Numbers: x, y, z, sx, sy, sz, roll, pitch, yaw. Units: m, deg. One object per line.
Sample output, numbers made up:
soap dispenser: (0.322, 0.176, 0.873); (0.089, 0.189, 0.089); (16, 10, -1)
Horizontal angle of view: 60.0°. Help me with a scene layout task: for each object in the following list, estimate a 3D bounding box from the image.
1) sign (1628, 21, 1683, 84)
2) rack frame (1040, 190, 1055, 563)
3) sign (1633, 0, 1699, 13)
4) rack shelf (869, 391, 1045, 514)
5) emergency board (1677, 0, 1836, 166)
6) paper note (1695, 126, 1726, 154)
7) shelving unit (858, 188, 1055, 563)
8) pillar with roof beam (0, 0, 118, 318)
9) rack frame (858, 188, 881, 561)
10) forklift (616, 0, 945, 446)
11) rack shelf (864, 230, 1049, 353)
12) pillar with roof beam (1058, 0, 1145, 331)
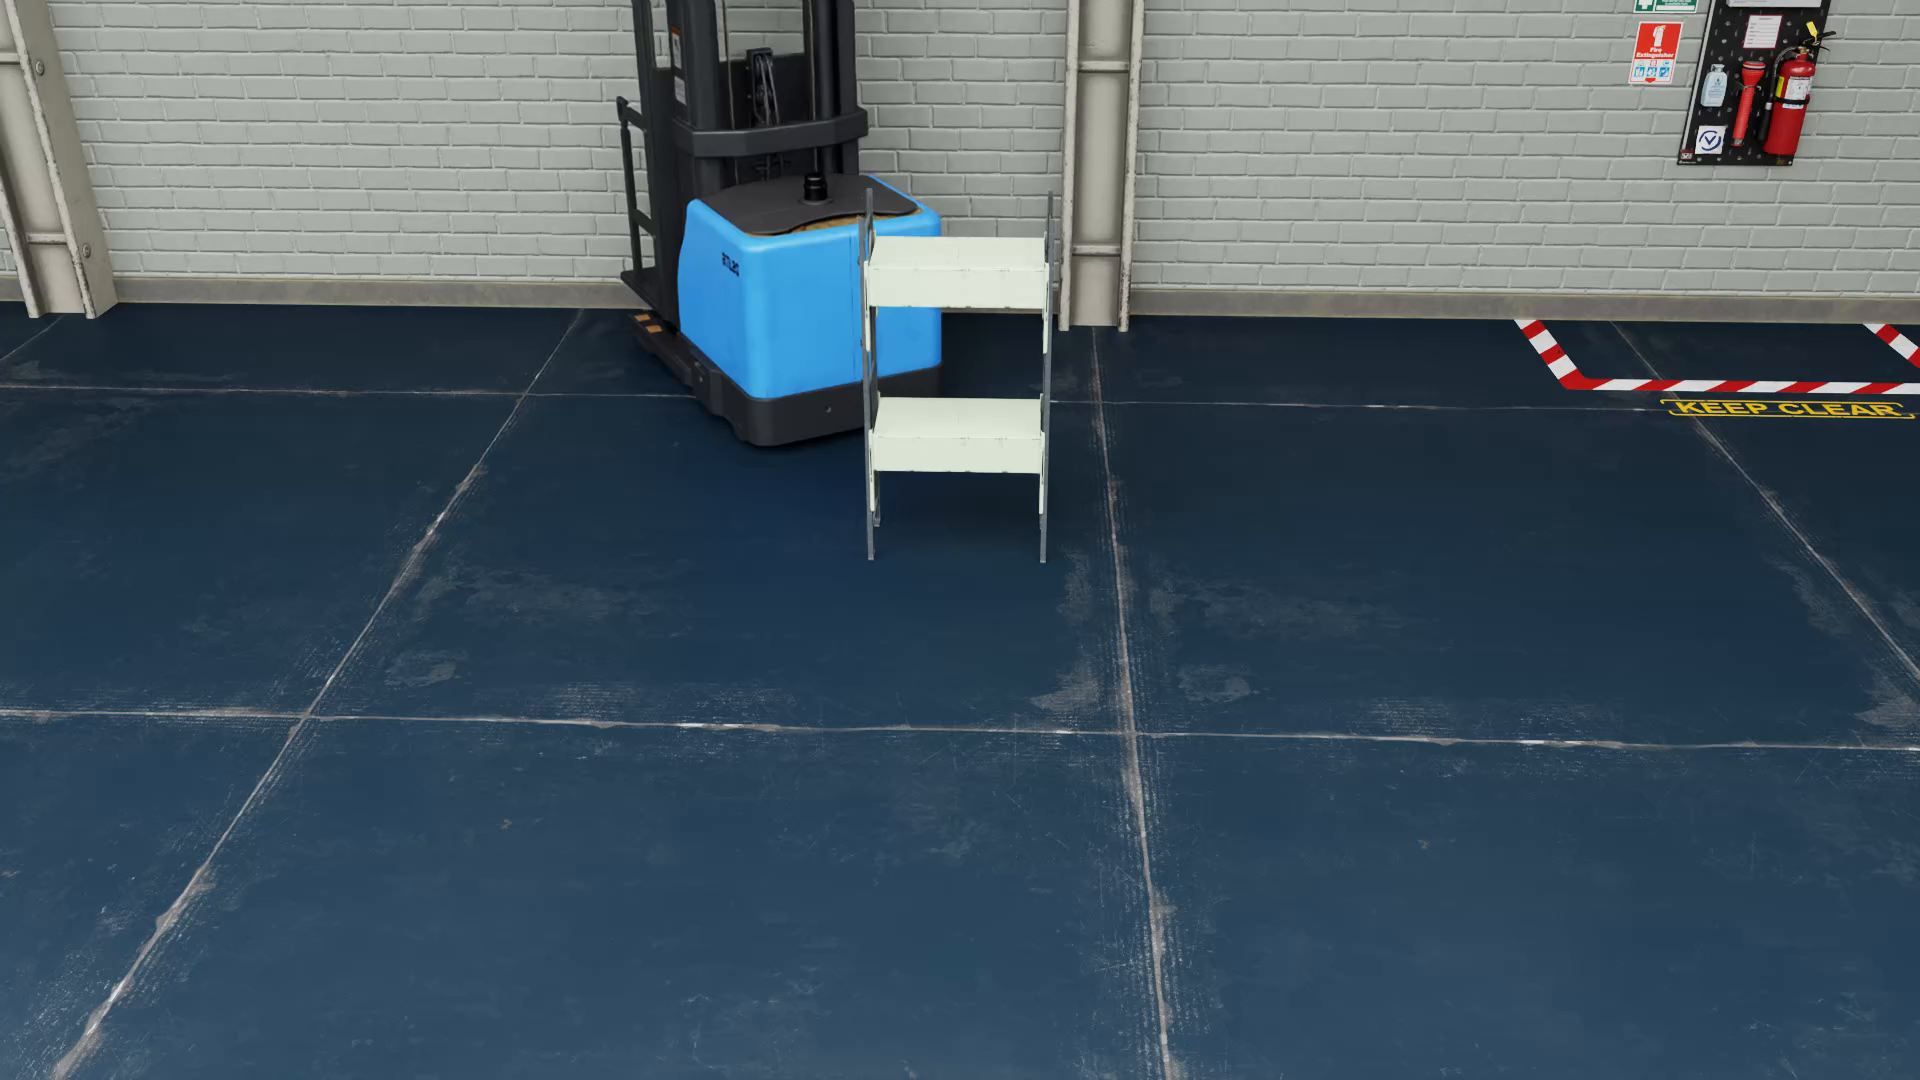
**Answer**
sign: (3.748, -2.625, 8.961); (0.234, 0.329, 0.001); (1, 28, 2)
rack frame: (0.359, -0.657, 6.888); (0.023, 1.500, 0.400); (1, 28, 2)
sign: (3.752, -2.855, 8.829); (0.331, 0.109, 0.001); (1, 28, 2)
rack shelf: (-0.007, -0.375, 7.052); (0.720, 0.370, 0.431); (1, 28, 2)
emergency board: (4.297, -2.552, 8.861); (0.643, 1.169, 0.194); (1, 28, 2)
paper note: (4.122, -2.198, 9.133); (0.142, 0.148, 0.016); (1, 28, 2)
shelving unit: (-0.007, -0.663, 6.899); (0.755, 1.500, 0.431); (1, 28, 2)
pillar with roof beam: (-5.380, -3.327, 3.918); (0.400, 9.000, 9.100); (1, 28, 2)
rack frame: (-0.372, -0.669, 6.910); (0.023, 1.500, 0.400); (1, 28, 2)
forklift: (-1.208, -2.403, 8.653); (1.130, 2.935, 3.031); (-14, 31, -24)
rack shelf: (-0.007, -1.008, 6.716); (0.720, 0.370, 0.431); (1, 28, 2)
pillar with roof beam: (0.617, -3.228, 3.731); (0.400, 9.000, 9.100); (1, 28, 2)
